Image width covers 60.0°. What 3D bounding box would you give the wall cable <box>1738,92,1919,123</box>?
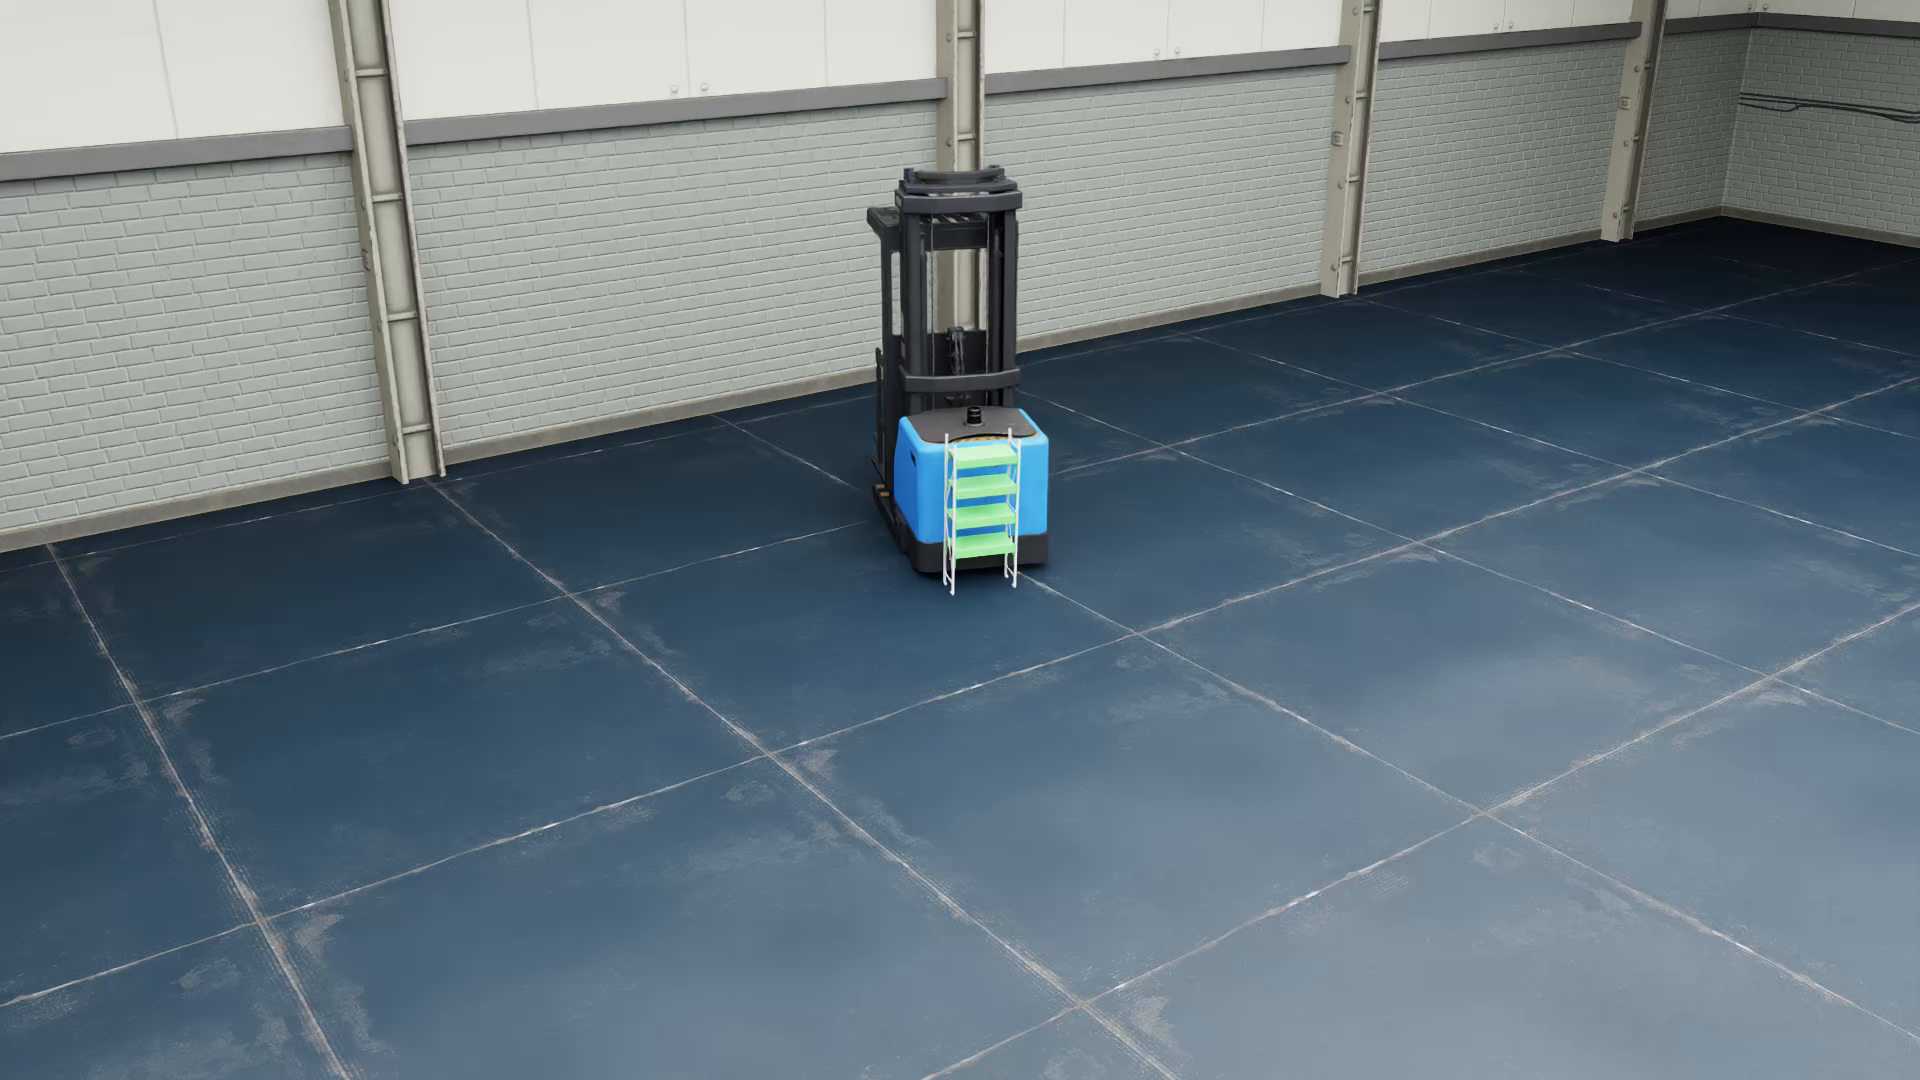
[{"bbox_3d":[12.909,-7.457,24.225,0.112,2.526,3.097,-15,26,-33],"label":"wall cable"}]

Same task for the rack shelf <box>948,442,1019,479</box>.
[{"bbox_3d":[0.164,-0.585,12.197,0.480,0.148,0.258,-6,26,-16],"label":"rack shelf"}]

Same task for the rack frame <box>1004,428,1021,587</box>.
[{"bbox_3d":[0.391,-0.234,12.438,0.015,1.200,0.240,-6,26,-16],"label":"rack frame"}]

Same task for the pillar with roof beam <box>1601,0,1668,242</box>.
[{"bbox_3d":[12.259,-7.364,19.803,0.400,9.000,9.100,-15,26,-33],"label":"pillar with roof beam"}]

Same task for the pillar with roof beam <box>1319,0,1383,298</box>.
[{"bbox_3d":[7.389,-6.065,16.548,0.400,9.000,9.100,-15,26,-33],"label":"pillar with roof beam"}]

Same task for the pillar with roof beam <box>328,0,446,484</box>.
[{"bbox_3d":[-2.352,-3.468,10.039,0.400,9.000,9.100,-15,26,-33],"label":"pillar with roof beam"}]

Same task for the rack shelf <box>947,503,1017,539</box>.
[{"bbox_3d":[0.157,-0.150,12.400,0.480,0.148,0.258,-6,26,-16],"label":"rack shelf"}]

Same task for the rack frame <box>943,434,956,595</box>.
[{"bbox_3d":[-0.076,-0.182,12.308,0.015,1.200,0.240,-6,26,-16],"label":"rack frame"}]

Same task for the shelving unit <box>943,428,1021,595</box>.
[{"bbox_3d":[0.158,-0.208,12.373,0.503,1.200,0.258,-6,26,-16],"label":"shelving unit"}]

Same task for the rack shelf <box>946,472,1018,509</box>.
[{"bbox_3d":[0.161,-0.367,12.299,0.480,0.148,0.258,-6,26,-16],"label":"rack shelf"}]

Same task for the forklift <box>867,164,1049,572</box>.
[{"bbox_3d":[-0.135,-1.629,13.618,1.130,2.935,3.031,-5,22,-12],"label":"forklift"}]

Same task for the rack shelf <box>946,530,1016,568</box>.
[{"bbox_3d":[0.153,0.068,12.501,0.480,0.148,0.258,-6,26,-16],"label":"rack shelf"}]

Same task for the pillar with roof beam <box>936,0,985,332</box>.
[{"bbox_3d":[2.518,-4.766,13.294,0.400,9.000,9.100,-15,26,-33],"label":"pillar with roof beam"}]
